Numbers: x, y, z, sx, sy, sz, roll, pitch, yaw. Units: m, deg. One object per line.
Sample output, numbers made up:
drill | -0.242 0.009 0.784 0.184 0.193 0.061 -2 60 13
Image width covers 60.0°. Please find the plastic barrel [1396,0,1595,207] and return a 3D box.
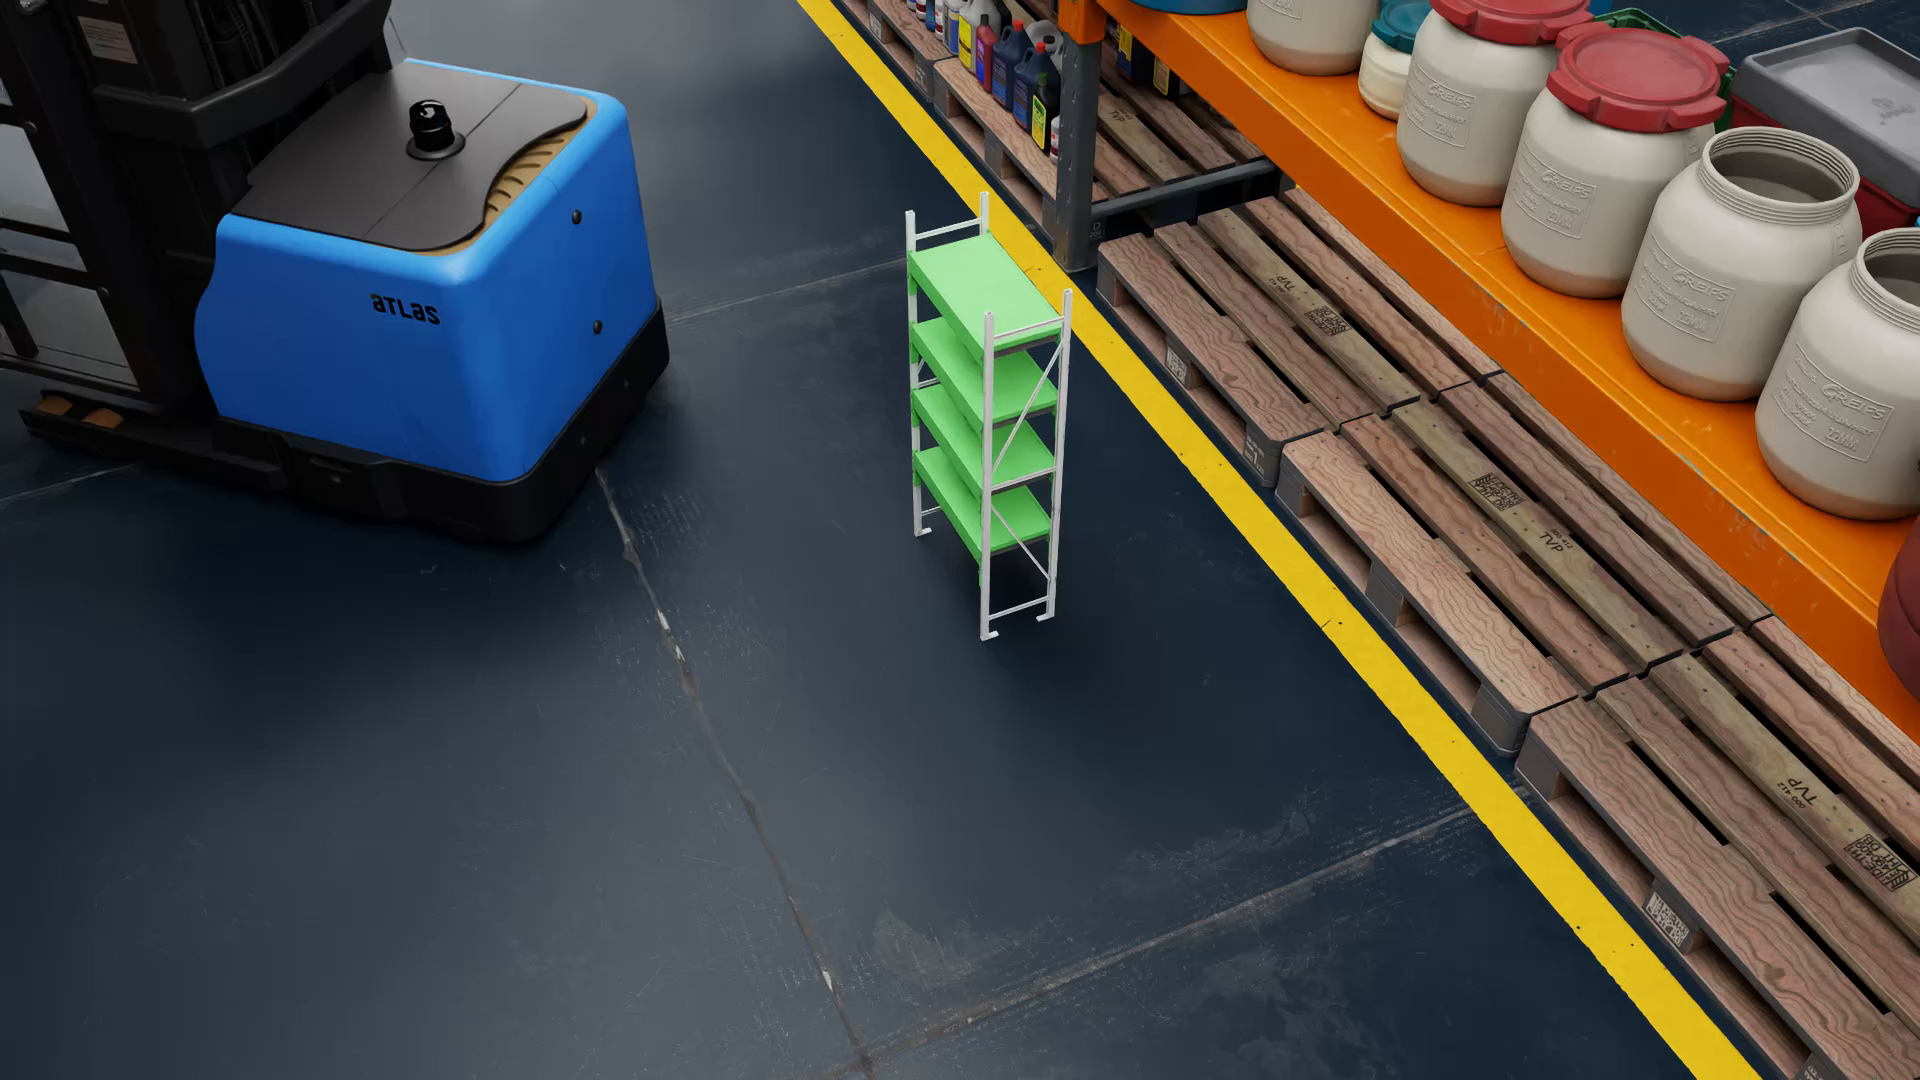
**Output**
plastic barrel | 1.343 -1.153 4.186 0.433 0.535 0.433 0 45 0

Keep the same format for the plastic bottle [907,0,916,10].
plastic bottle | -0.185 -2.452 7.228 0.097 0.271 0.097 0 45 0

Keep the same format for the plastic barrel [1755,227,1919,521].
plastic barrel | 1.886 -0.330 3.369 0.421 0.512 0.421 0 45 0

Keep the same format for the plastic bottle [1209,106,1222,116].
plastic bottle | 1.052 -1.805 6.622 0.097 0.201 0.097 0 45 0

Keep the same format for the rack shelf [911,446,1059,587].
rack shelf | 0.070 -0.105 4.935 0.258 0.148 0.480 -18 47 -17

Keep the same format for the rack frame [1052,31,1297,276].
rack frame | 0.831 -2.247 5.392 1.000 3.000 0.127 -18 47 -17

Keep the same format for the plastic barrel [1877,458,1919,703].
plastic barrel | 2.043 0.047 2.969 0.600 0.536 0.708 -18 47 -17

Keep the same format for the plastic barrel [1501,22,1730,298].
plastic barrel | 1.525 -0.878 3.907 0.433 0.535 0.433 0 45 0

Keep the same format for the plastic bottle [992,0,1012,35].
plastic bottle | 0.164 -2.137 6.901 0.061 0.283 0.133 -18 47 -17

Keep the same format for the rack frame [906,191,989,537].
rack frame | -0.033 -0.477 4.879 0.240 1.200 0.015 -18 47 -17

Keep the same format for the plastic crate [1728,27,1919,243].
plastic crate | 2.111 -0.841 3.921 0.402 0.464 0.583 -18 47 -17

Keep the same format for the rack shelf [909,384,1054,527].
rack shelf | 0.070 -0.276 4.767 0.258 0.148 0.480 -18 47 -17

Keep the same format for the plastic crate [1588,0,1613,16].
plastic crate | 1.577 -1.630 4.778 0.392 0.384 0.575 -18 47 -17

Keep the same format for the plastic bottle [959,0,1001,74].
plastic bottle | 0.082 -2.114 6.830 0.144 0.351 0.185 -18 47 -18

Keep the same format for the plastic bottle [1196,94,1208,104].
plastic bottle | 1.009 -1.870 6.688 0.097 0.201 0.097 0 45 0

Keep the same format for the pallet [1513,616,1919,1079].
pallet | 2.222 0.790 4.300 1.003 0.211 1.213 -18 47 -17

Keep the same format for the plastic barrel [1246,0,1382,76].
plastic barrel | 1.034 -1.621 4.660 0.433 0.535 0.433 0 45 0

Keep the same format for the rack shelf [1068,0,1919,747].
rack shelf | 1.672 -0.716 4.353 1.077 0.370 4.000 -18 47 -17

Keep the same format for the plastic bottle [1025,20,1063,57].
plastic bottle | 0.342 -1.941 6.708 0.152 0.276 0.135 -18 47 -17

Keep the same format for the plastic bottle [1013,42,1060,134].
plastic bottle | 0.299 -1.786 6.497 0.144 0.351 0.185 -19 48 -18

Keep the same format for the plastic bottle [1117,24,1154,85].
plastic bottle | 0.737 -2.055 6.770 0.144 0.351 0.185 -18 47 -17

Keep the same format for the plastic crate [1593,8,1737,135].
plastic crate | 1.819 -1.145 4.426 0.450 0.188 0.662 -18 47 -17

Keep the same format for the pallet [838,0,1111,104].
pallet | 0.069 -2.473 7.606 1.003 0.211 1.213 -18 47 -17

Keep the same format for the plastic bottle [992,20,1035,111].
plastic bottle | 0.218 -1.908 6.621 0.144 0.351 0.185 -20 48 -19

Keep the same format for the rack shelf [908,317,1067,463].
rack shelf | 0.070 -0.447 4.598 0.258 0.148 0.480 -18 47 -17

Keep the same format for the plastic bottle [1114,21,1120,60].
plastic bottle | 0.697 -2.126 6.898 0.097 0.271 0.097 0 45 0

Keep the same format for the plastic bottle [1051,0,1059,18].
plastic bottle | 0.486 -2.402 7.175 0.152 0.276 0.135 -18 47 -17

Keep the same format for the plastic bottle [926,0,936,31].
plastic bottle | -0.100 -2.323 7.098 0.097 0.271 0.097 0 45 0

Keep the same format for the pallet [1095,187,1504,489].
pallet | 1.196 -0.765 5.875 1.003 0.211 1.213 -18 47 -17

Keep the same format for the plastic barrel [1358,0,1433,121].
plastic barrel | 1.248 -1.309 4.539 0.301 0.262 0.301 0 45 0

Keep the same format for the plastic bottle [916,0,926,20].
plastic bottle | -0.144 -2.364 7.189 0.097 0.201 0.097 0 45 0

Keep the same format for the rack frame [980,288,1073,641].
rack frame | 0.172 -0.166 4.564 0.240 1.200 0.015 -18 47 -17

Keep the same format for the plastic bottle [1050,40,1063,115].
plastic bottle | 0.429 -1.828 6.540 0.144 0.351 0.185 -18 47 -17

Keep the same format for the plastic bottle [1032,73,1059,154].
plastic bottle | 0.329 -1.646 6.403 0.061 0.283 0.133 -16 47 -15

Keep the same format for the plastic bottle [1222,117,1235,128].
plastic bottle | 1.095 -1.765 6.532 0.097 0.271 0.097 0 45 0

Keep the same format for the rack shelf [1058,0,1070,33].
rack shelf | -0.010 -3.265 6.936 1.077 0.370 4.000 -18 47 -17

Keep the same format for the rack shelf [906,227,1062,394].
rack shelf | 0.070 -0.618 4.429 0.258 0.148 0.480 -18 47 -17

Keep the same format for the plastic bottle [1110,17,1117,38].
plastic bottle | 0.693 -2.272 7.047 0.097 0.271 0.097 0 45 0

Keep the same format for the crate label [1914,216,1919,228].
crate label | 2.340 -0.424 3.518 0.502 0.435 0.616 -18 47 -17

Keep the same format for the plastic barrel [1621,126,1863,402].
plastic barrel | 1.709 -0.599 3.641 0.421 0.512 0.421 0 45 0

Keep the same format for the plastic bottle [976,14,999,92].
plastic bottle | 0.112 -1.976 6.737 0.061 0.283 0.133 -15 47 -15

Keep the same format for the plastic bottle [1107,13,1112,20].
plastic bottle | 0.691 -2.352 7.177 0.097 0.201 0.097 0 45 0

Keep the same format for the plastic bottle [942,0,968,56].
plastic bottle | 0.017 -2.192 6.962 0.152 0.276 0.135 -17 47 -17

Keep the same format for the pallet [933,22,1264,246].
pallet | 0.586 -1.695 6.817 1.003 0.211 1.213 -18 47 -17

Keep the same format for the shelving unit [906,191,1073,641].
shelving unit | 0.070 -0.322 4.722 0.258 1.200 0.503 -18 47 -17

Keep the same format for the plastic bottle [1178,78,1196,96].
plastic bottle | 0.934 -1.965 6.731 0.152 0.276 0.135 -16 47 -16

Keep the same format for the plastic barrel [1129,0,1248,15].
plastic barrel | 0.718 -2.090 4.875 0.600 0.901 0.708 -18 47 -17

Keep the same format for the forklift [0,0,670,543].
forklift | -2.583 -1.654 4.840 3.031 2.935 1.130 13 46 13

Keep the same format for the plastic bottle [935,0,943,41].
plastic bottle | -0.057 -2.233 7.056 0.097 0.201 0.097 0 45 0

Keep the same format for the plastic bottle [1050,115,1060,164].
plastic bottle | 0.396 -1.547 6.361 0.097 0.201 0.097 0 45 0

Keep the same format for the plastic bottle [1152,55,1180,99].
plastic bottle | 0.837 -1.935 6.696 0.061 0.283 0.133 -18 47 -17

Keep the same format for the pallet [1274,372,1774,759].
pallet | 1.713 0.013 5.086 1.003 0.211 1.213 -18 47 -17
